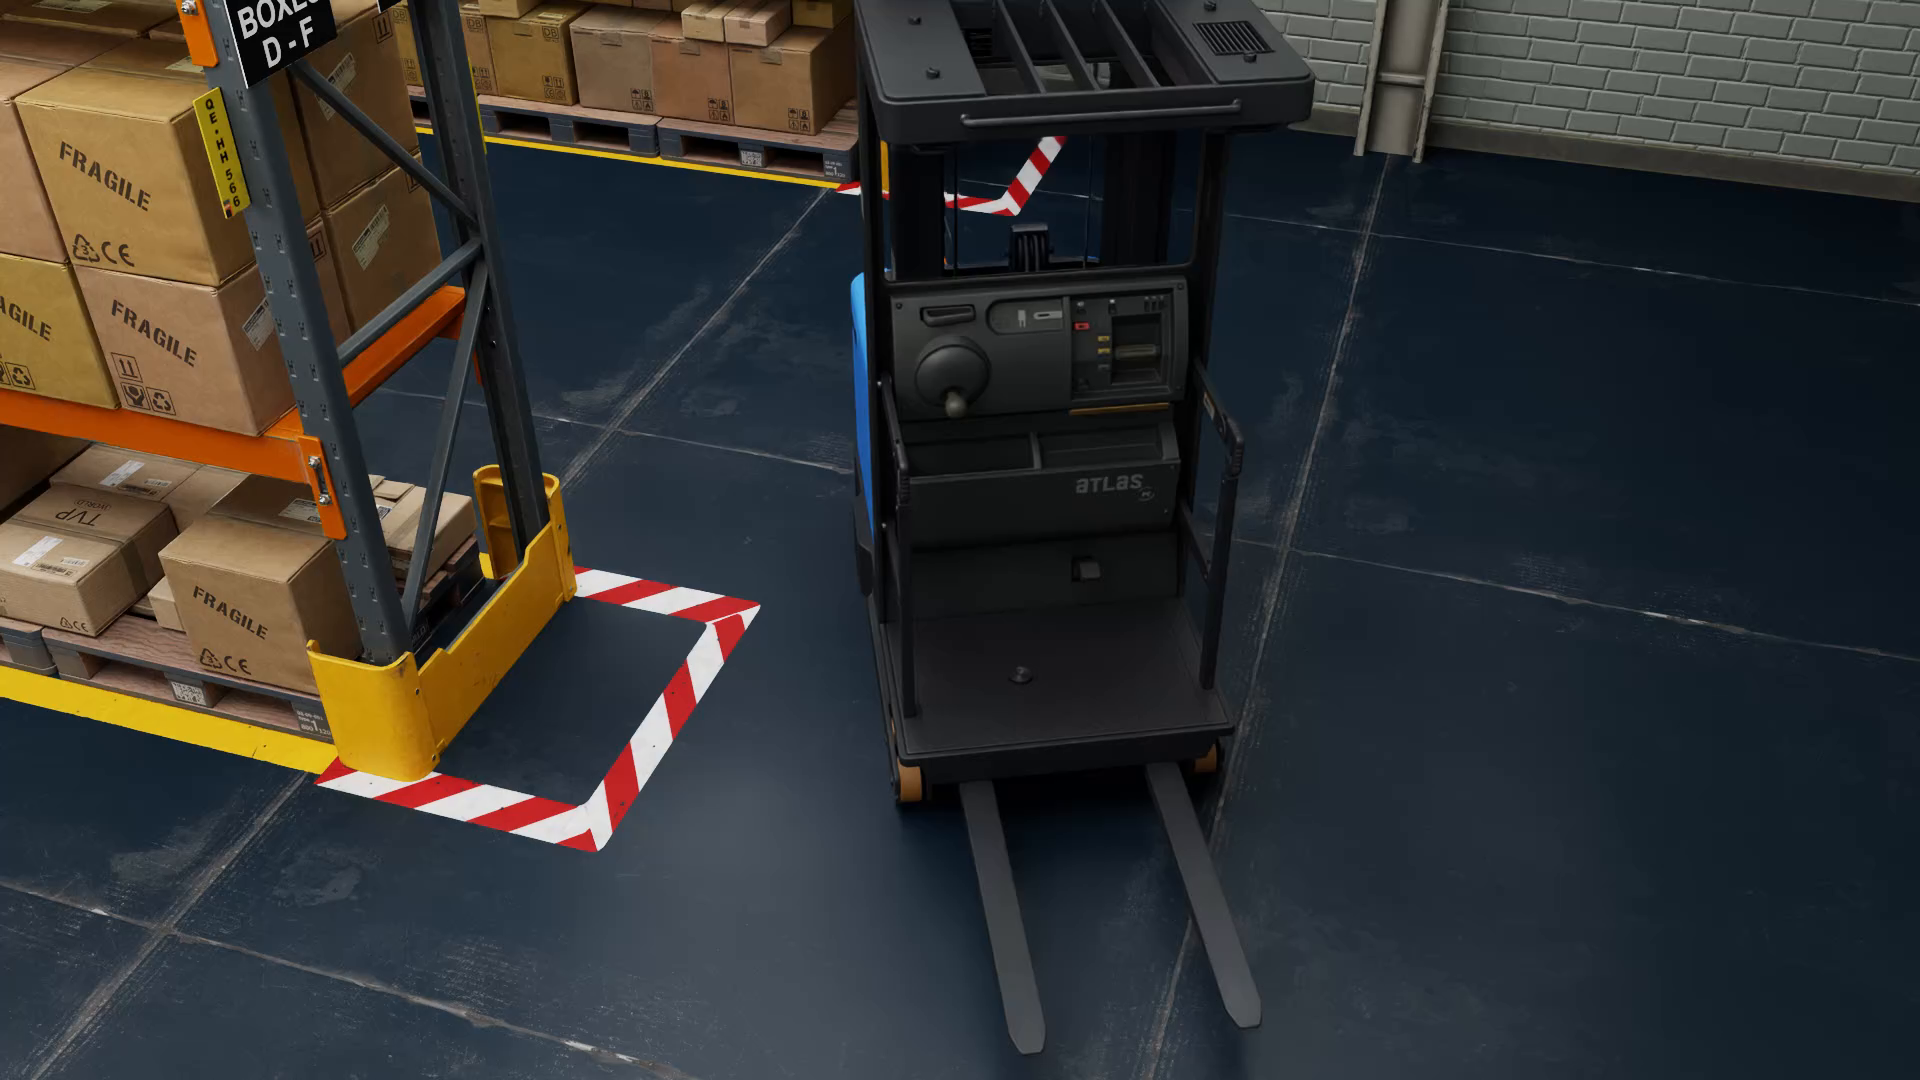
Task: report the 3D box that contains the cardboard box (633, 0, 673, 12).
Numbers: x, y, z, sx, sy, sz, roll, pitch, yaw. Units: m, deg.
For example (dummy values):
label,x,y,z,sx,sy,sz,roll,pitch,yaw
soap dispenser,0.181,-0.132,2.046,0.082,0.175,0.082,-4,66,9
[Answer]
label,x,y,z,sx,sy,sz,roll,pitch,yaw
cardboard box,-1.754,-3.289,9.895,0.250,0.149,0.380,11,38,15

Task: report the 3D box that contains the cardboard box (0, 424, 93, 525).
label,x,y,z,sx,sy,sz,roll,pitch,yaw
cardboard box,-3.766,-0.275,6.328,0.637,0.503,0.797,10,38,14

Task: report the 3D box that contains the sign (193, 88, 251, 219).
label,x,y,z,sx,sy,sz,roll,pitch,yaw
sign,-1.927,-1.009,4.346,0.005,0.325,0.100,10,38,14

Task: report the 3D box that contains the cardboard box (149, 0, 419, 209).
label,x,y,z,sx,sy,sz,roll,pitch,yaw
cardboard box,-2.088,-1.396,5.188,0.500,0.500,0.500,12,38,15

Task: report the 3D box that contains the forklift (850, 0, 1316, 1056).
label,x,y,z,sx,sy,sz,roll,pitch,yaw
forklift,0.285,-0.528,4.995,1.130,2.935,3.031,-5,37,-6

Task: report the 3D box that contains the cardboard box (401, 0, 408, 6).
label,x,y,z,sx,sy,sz,roll,pitch,yaw
cardboard box,-3.131,-3.306,9.918,0.250,0.149,0.380,12,38,15

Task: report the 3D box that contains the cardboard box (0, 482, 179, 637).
label,x,y,z,sx,sy,sz,roll,pitch,yaw
cardboard box,-3.233,0.063,6.082,0.500,0.250,0.500,10,38,14

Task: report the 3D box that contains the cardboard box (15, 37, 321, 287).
label,x,y,z,sx,sy,sz,roll,pitch,yaw
cardboard box,-2.249,-1.092,4.775,0.500,0.500,0.500,10,38,13

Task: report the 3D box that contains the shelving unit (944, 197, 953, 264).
label,x,y,z,sx,sy,sz,roll,pitch,yaw
shelving unit,-0.137,-0.793,6.813,0.189,1.200,0.258,-5,36,-6

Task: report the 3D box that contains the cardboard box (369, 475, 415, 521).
label,x,y,z,sx,sy,sz,roll,pitch,yaw
cardboard box,-2.278,-0.074,6.339,0.250,0.166,0.380,10,38,14

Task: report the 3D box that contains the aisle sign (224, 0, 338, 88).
label,x,y,z,sx,sy,sz,roll,pitch,yaw
aisle sign,-1.769,-1.587,4.183,0.004,0.787,0.394,10,38,14

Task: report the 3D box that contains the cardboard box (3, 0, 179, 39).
label,x,y,z,sx,sy,sz,roll,pitch,yaw
cardboard box,-2.589,-1.484,5.308,0.500,0.500,0.500,11,38,14

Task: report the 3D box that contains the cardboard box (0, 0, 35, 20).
label,x,y,z,sx,sy,sz,roll,pitch,yaw
cardboard box,-3.065,-1.575,5.432,0.500,0.500,0.500,11,38,15

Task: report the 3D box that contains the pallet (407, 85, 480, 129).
label,x,y,z,sx,sy,sz,roll,pitch,yaw
pallet,-3.385,-2.934,10.559,1.213,0.211,1.003,10,38,14

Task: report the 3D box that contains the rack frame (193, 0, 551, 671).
label,x,y,z,sx,sy,sz,roll,pitch,yaw
rack frame,-1.743,-0.726,5.205,0.127,3.000,1.000,10,38,14

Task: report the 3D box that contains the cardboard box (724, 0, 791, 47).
label,x,y,z,sx,sy,sz,roll,pitch,yaw
cardboard box,-1.144,-2.939,9.420,0.250,0.149,0.380,10,38,13

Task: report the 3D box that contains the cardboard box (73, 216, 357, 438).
label,x,y,z,sx,sy,sz,roll,pitch,yaw
cardboard box,-2.251,-0.691,5.074,0.500,0.500,0.500,12,38,15

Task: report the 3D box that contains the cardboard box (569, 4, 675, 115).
label,x,y,z,sx,sy,sz,roll,pitch,yaw
cardboard box,-1.925,-2.935,9.962,0.500,0.500,0.700,9,37,12

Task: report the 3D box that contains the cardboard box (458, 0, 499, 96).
label,x,y,z,sx,sy,sz,roll,pitch,yaw
cardboard box,-2.925,-3.118,10.210,0.500,0.500,0.700,10,38,13

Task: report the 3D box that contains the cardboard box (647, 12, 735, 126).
label,x,y,z,sx,sy,sz,roll,pitch,yaw
cardboard box,-1.445,-2.847,9.842,0.500,0.500,0.700,10,38,14

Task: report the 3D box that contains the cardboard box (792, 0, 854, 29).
label,x,y,z,sx,sy,sz,roll,pitch,yaw
cardboard box,-0.788,-3.111,9.653,0.250,0.149,0.380,11,38,14

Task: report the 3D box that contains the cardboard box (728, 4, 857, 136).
label,x,y,z,sx,sy,sz,roll,pitch,yaw
cardboard box,-0.967,-2.759,9.722,0.500,0.500,0.700,10,38,14

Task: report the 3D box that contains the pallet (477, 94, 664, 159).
label,x,y,z,sx,sy,sz,roll,pitch,yaw
pallet,-2.216,-2.720,10.267,1.213,0.211,1.003,10,38,14

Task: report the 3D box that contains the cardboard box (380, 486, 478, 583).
label,x,y,z,sx,sy,sz,roll,pitch,yaw
cardboard box,-2.040,-0.023,6.285,0.250,0.149,0.380,10,38,14

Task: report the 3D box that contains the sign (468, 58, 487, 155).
label,x,y,z,sx,sy,sz,roll,pitch,yaw
sign,-1.581,-1.381,5.366,0.005,0.325,0.100,10,38,14

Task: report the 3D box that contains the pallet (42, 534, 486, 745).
label,x,y,z,sx,sy,sz,roll,pitch,yaw
pallet,-2.576,0.244,6.241,1.213,0.211,1.003,10,38,14

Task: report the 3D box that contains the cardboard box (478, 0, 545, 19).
label,x,y,z,sx,sy,sz,roll,pitch,yaw
cardboard box,-2.633,-3.214,9.793,0.250,0.149,0.380,9,37,13

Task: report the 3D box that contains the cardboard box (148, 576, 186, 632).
label,x,y,z,sx,sy,sz,roll,pitch,yaw
cardboard box,-2.695,0.159,6.022,0.250,0.166,0.380,10,38,14

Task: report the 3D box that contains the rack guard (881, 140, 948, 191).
label,x,y,z,sx,sy,sz,roll,pitch,yaw
rack guard,-0.246,-2.518,9.749,0.348,0.500,1.175,10,38,14

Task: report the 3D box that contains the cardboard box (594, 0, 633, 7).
label,x,y,z,sx,sy,sz,roll,pitch,yaw
cardboard box,-1.999,-3.334,9.956,0.250,0.149,0.380,11,38,14

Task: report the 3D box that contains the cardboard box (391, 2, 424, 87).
label,x,y,z,sx,sy,sz,roll,pitch,yaw
cardboard box,-3.404,-3.208,10.333,0.500,0.500,0.700,11,38,14

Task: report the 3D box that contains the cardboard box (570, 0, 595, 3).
label,x,y,z,sx,sy,sz,roll,pitch,yaw
cardboard box,-2.240,-3.379,10.018,0.250,0.149,0.380,10,37,13

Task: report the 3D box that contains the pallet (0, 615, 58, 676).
label,x,y,z,sx,sy,sz,roll,pitch,yaw
pallet,-3.737,0.027,6.535,1.213,0.211,1.003,10,38,14

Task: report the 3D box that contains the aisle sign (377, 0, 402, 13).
label,x,y,z,sx,sy,sz,roll,pitch,yaw
aisle sign,-1.590,-1.927,4.644,0.004,0.787,0.394,10,38,14

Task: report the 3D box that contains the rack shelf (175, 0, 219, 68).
label,x,y,z,sx,sy,sz,roll,pitch,yaw
rack shelf,-3.652,-1.997,5.010,4.000,0.370,1.077,10,38,14

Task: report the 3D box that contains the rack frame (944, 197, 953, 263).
label,x,y,z,sx,sy,sz,roll,pitch,yaw
rack frame,-0.046,-0.800,6.824,0.006,1.200,0.240,-5,36,-6

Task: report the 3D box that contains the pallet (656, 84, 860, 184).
label,x,y,z,sx,sy,sz,roll,pitch,yaw
pallet,-1.056,-2.503,9.973,1.213,0.211,1.003,10,38,14

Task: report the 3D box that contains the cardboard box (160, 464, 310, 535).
label,x,y,z,sx,sy,sz,roll,pitch,yaw
cardboard box,-2.654,-0.140,6.359,0.500,0.250,0.500,10,38,14

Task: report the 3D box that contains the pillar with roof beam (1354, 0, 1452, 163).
label,x,y,z,sx,sy,sz,roll,pitch,yaw
pillar with roof beam,1.282,-3.521,3.943,0.400,9.000,9.100,10,38,14

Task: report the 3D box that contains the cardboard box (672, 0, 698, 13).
label,x,y,z,sx,sy,sz,roll,pitch,yaw
cardboard box,-1.511,-3.244,9.835,0.250,0.149,0.380,11,38,14

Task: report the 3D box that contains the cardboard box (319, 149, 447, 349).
label,x,y,z,sx,sy,sz,roll,pitch,yaw
cardboard box,-2.088,-0.993,5.485,0.500,0.500,0.500,11,38,15

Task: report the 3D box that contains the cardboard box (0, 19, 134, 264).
label,x,y,z,sx,sy,sz,roll,pitch,yaw
cardboard box,-2.732,-1.180,4.895,0.500,0.500,0.500,12,38,15

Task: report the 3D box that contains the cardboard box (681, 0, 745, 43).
label,x,y,z,sx,sy,sz,roll,pitch,yaw
cardboard box,-1.388,-2.984,9.481,0.250,0.149,0.380,11,38,15

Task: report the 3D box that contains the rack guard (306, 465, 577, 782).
label,x,y,z,sx,sy,sz,roll,pitch,yaw
rack guard,-1.815,0.268,5.964,0.348,0.500,1.175,10,38,14

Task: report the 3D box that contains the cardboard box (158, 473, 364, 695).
label,x,y,z,sx,sy,sz,roll,pitch,yaw
cardboard box,-2.335,0.147,5.757,0.500,0.500,0.500,10,38,14

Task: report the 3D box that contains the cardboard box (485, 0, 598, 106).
label,x,y,z,sx,sy,sz,roll,pitch,yaw
cardboard box,-2.436,-3.026,10.085,0.500,0.500,0.700,11,38,15

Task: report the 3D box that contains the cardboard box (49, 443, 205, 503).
label,x,y,z,sx,sy,sz,roll,pitch,yaw
cardboard box,-3.132,-0.229,6.479,0.500,0.250,0.500,10,38,14

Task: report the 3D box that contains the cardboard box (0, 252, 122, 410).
label,x,y,z,sx,sy,sz,roll,pitch,yaw
cardboard box,-2.748,-0.781,5.196,0.500,0.500,0.500,11,38,14

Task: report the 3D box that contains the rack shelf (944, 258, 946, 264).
label,x,y,z,sx,sy,sz,roll,pitch,yaw
rack shelf,-0.137,-1.048,6.628,0.180,0.103,0.258,-5,36,-6

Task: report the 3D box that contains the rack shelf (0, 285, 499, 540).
label,x,y,z,sx,sy,sz,roll,pitch,yaw
rack shelf,-3.652,-0.789,5.899,4.000,0.370,1.077,10,38,14
